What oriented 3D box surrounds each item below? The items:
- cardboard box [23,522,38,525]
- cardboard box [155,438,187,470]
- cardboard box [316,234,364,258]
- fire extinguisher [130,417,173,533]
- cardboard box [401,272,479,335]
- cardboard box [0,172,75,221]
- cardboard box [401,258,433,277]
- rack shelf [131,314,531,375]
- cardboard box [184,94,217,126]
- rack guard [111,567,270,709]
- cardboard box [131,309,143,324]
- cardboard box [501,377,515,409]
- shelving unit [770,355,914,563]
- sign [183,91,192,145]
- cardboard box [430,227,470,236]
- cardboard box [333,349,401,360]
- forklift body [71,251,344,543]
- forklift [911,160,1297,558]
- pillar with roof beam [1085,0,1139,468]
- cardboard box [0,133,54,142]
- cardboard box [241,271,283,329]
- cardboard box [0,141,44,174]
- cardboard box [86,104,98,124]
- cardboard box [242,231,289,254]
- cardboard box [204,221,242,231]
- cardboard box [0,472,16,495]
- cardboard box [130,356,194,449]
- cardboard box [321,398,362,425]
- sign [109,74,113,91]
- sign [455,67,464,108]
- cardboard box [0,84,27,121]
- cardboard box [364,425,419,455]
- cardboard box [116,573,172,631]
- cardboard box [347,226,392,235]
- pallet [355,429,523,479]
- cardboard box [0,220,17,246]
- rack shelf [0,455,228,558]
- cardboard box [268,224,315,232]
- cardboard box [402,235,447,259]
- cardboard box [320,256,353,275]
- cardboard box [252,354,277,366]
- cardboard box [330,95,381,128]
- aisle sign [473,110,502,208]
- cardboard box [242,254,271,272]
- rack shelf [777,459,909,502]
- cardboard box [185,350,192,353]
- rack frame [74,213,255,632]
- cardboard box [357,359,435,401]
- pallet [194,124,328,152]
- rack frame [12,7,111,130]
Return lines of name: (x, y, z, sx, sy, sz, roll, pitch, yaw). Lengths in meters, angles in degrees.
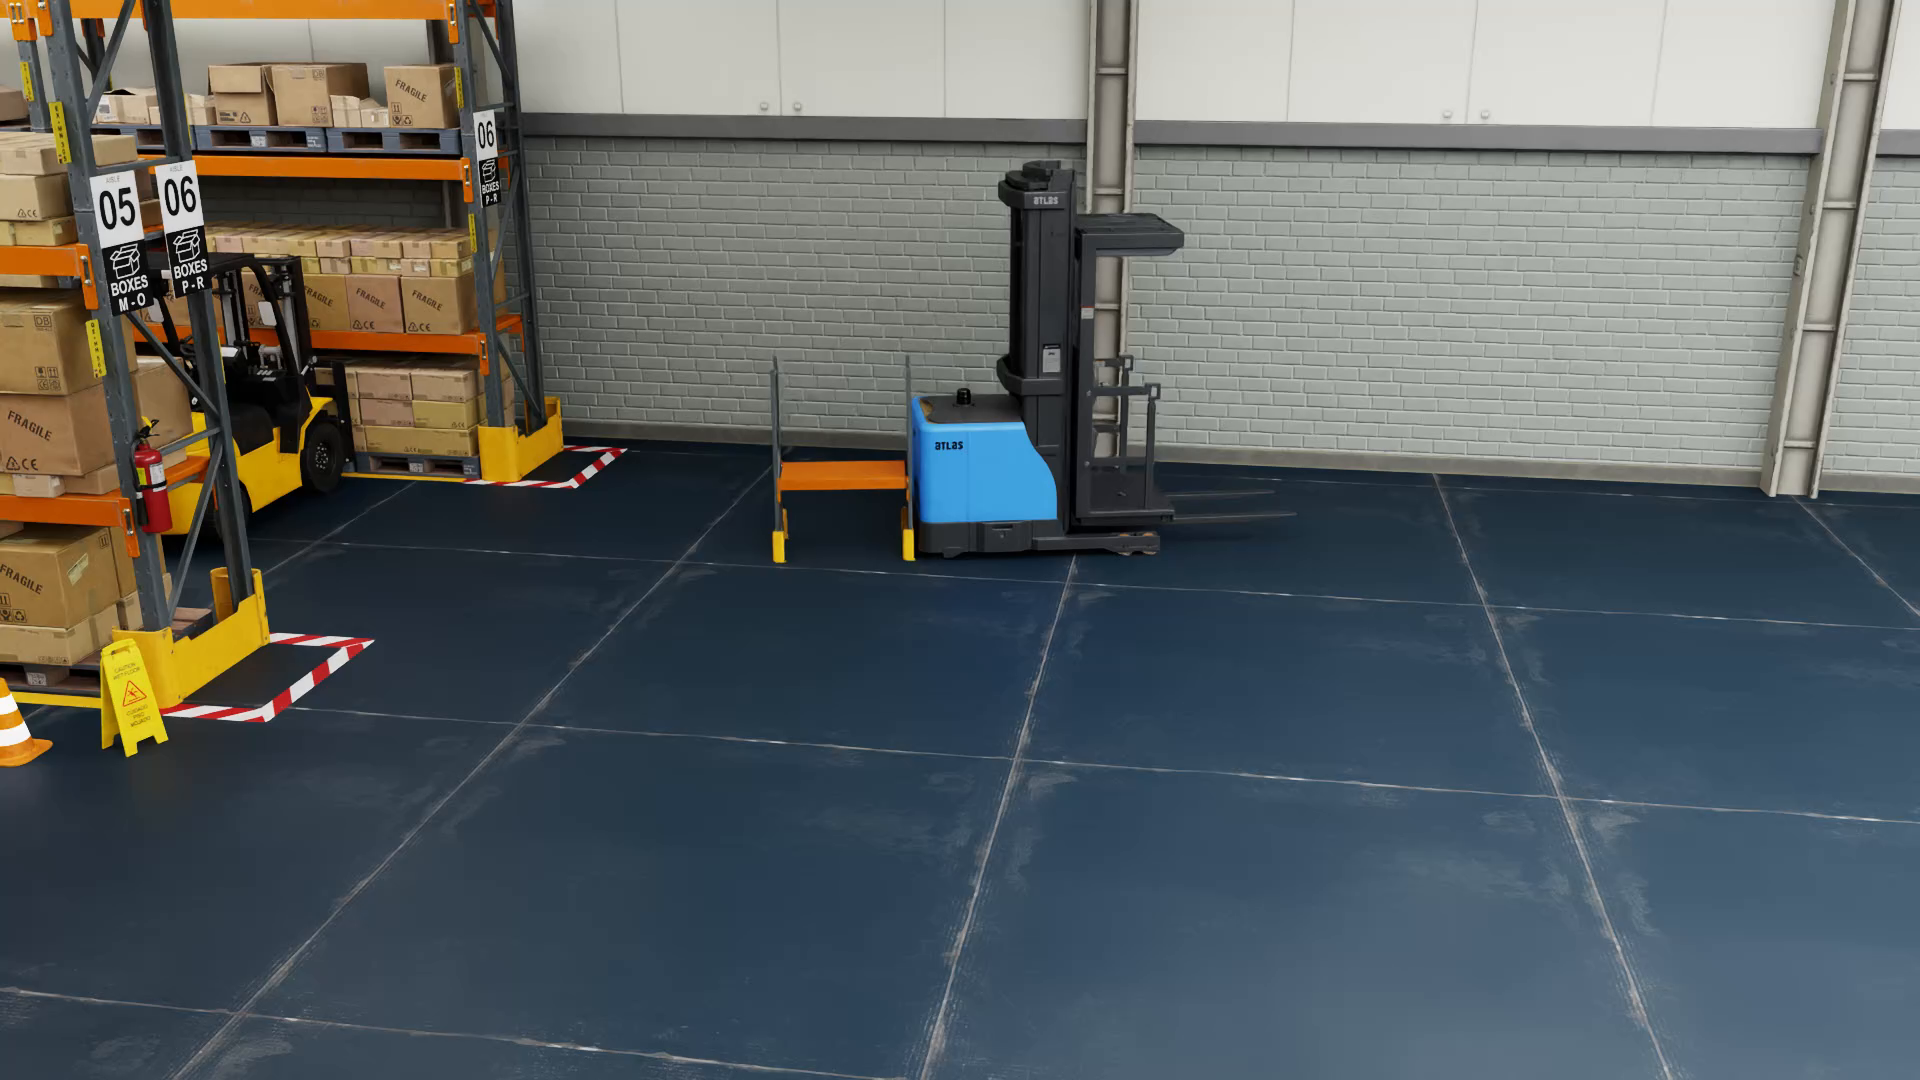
cardboard box: (-6.137, 0.024, 10.993, 0.500, 0.500, 0.500, 2, 19, 7)
cardboard box: (-5.147, -0.534, 10.569, 0.250, 0.149, 0.380, 3, 19, 9)
cardboard box: (-5.468, -2.597, 14.687, 0.250, 0.149, 0.380, 3, 19, 10)
fire extinguisher: (-4.804, -0.385, 9.848, 0.183, 0.674, 0.296, 3, 19, 9)
cardboard box: (-4.588, -2.117, 14.745, 0.500, 0.500, 0.500, 3, 19, 7)
cardboard box: (-5.392, -2.005, 9.610, 0.500, 0.250, 0.500, 3, 19, 8)
cardboard box: (-4.705, -2.415, 14.614, 0.250, 0.149, 0.380, 3, 19, 10)
rack shelf: (-6.035, -1.886, 15.347, 4.000, 0.370, 1.077, 3, 19, 9)
cardboard box: (-6.593, -3.764, 14.489, 0.258, 0.266, 0.396, 2, 19, 7)
rack guard: (-4.919, 0.610, 10.692, 0.348, 0.500, 1.175, 3, 19, 9)
cardboard box: (-7.613, -2.271, 15.207, 0.500, 0.500, 0.500, 2, 19, 7)
cardboard box: (-4.492, -1.348, 15.488, 0.500, 0.250, 0.500, 3, 19, 10)
shelving unit: (-0.910, -0.635, 12.836, 1.083, 1.500, 0.587, -1, 19, -3)
sign: (-4.758, -2.579, 10.178, 0.005, 0.325, 0.100, 3, 19, 9)
cardboard box: (-4.611, -2.740, 15.116, 0.250, 0.149, 0.380, 4, 19, 11)
cardboard box: (-5.491, -1.632, 15.550, 0.500, 0.250, 0.500, 3, 19, 8)
forklift body: (-6.222, -1.248, 13.644, 1.214, 2.155, 2.313, 3, 19, 9)
forklift: (1.139, -1.434, 12.970, 3.031, 2.935, 1.130, -2, 19, -6)
pillar with roof beam: (0.636, -3.639, 9.996, 0.400, 9.000, 9.100, 3, 19, 9)
cardboard box: (-5.651, -2.375, 10.084, 0.250, 0.149, 0.380, 3, 19, 9)
cardboard box: (-6.103, -2.193, 14.973, 0.500, 0.500, 0.500, 3, 19, 9)
cardboard box: (-5.474, -2.203, 9.571, 0.250, 0.149, 0.380, 3, 19, 10)
cardboard box: (-7.615, -3.760, 14.664, 0.250, 0.149, 0.380, 3, 19, 10)
cardboard box: (-6.209, -2.668, 14.902, 0.250, 0.149, 0.380, 3, 19, 9)
cardboard box: (-6.885, -2.875, 15.520, 0.250, 0.149, 0.380, 3, 19, 8)
cardboard box: (-5.765, -0.402, 10.173, 0.250, 0.149, 0.380, 3, 19, 8)
cardboard box: (-5.268, -0.871, 10.552, 0.500, 0.500, 0.500, 3, 19, 8)
cardboard box: (-5.597, -1.234, 15.147, 0.500, 0.250, 0.500, 2, 19, 7)
sign: (-7.924, -4.207, 15.483, 0.005, 0.325, 0.100, 3, 19, 9)
sign: (-4.160, -3.762, 13.823, 0.005, 0.325, 0.100, 3, 19, 9)
cardboard box: (-8.763, -3.915, 14.870, 0.500, 0.311, 0.500, 2, 19, 7)
cardboard box: (-5.064, -0.975, 15.161, 0.500, 0.250, 0.500, 3, 19, 9)
cardboard box: (-5.597, 0.406, 11.034, 0.500, 0.250, 0.500, 3, 19, 8)
cardboard box: (-5.380, -2.762, 15.182, 0.250, 0.149, 0.380, 4, 19, 10)
pallet: (-4.822, -0.830, 15.451, 1.213, 0.211, 1.003, 3, 19, 9)
cardboard box: (-5.492, -1.808, 9.647, 0.250, 0.149, 0.380, 3, 19, 9)
rack shelf: (-6.819, -0.331, 10.699, 4.000, 0.370, 1.077, 3, 19, 9)
cardboard box: (-6.143, -2.806, 15.313, 0.250, 0.149, 0.380, 3, 19, 10)
cardboard box: (-4.696, -2.578, 14.631, 0.250, 0.149, 0.380, 3, 19, 9)
cardboard box: (-5.465, -2.462, 14.754, 0.250, 0.149, 0.380, 2, 19, 7)
cardboard box: (-6.586, -1.525, 15.228, 0.500, 0.250, 0.500, 4, 19, 11)
cardboard box: (-5.177, -3.692, 14.274, 0.258, 0.266, 0.396, 3, 19, 9)
aisle sign: (-4.042, -3.264, 14.235, 0.004, 0.787, 0.394, 3, 19, 9)
cardboard box: (-6.214, -2.501, 14.870, 0.250, 0.149, 0.380, 3, 19, 8)
rack shelf: (-0.901, -0.464, 12.894, 1.000, 0.185, 0.538, -1, 19, -3)
cardboard box: (-6.991, -1.713, 15.790, 0.500, 0.250, 0.500, 3, 19, 8)
rack frame: (-4.844, -0.572, 10.284, 0.127, 3.000, 1.000, 3, 19, 9)
cardboard box: (-5.070, -1.446, 14.992, 0.500, 0.250, 0.500, 3, 19, 10)
pallet: (-5.963, -3.612, 14.782, 1.213, 0.211, 1.003, 3, 19, 9)
rack frame: (-8.010, -5.173, 14.582, 0.127, 3.000, 1.000, 3, 19, 9)
